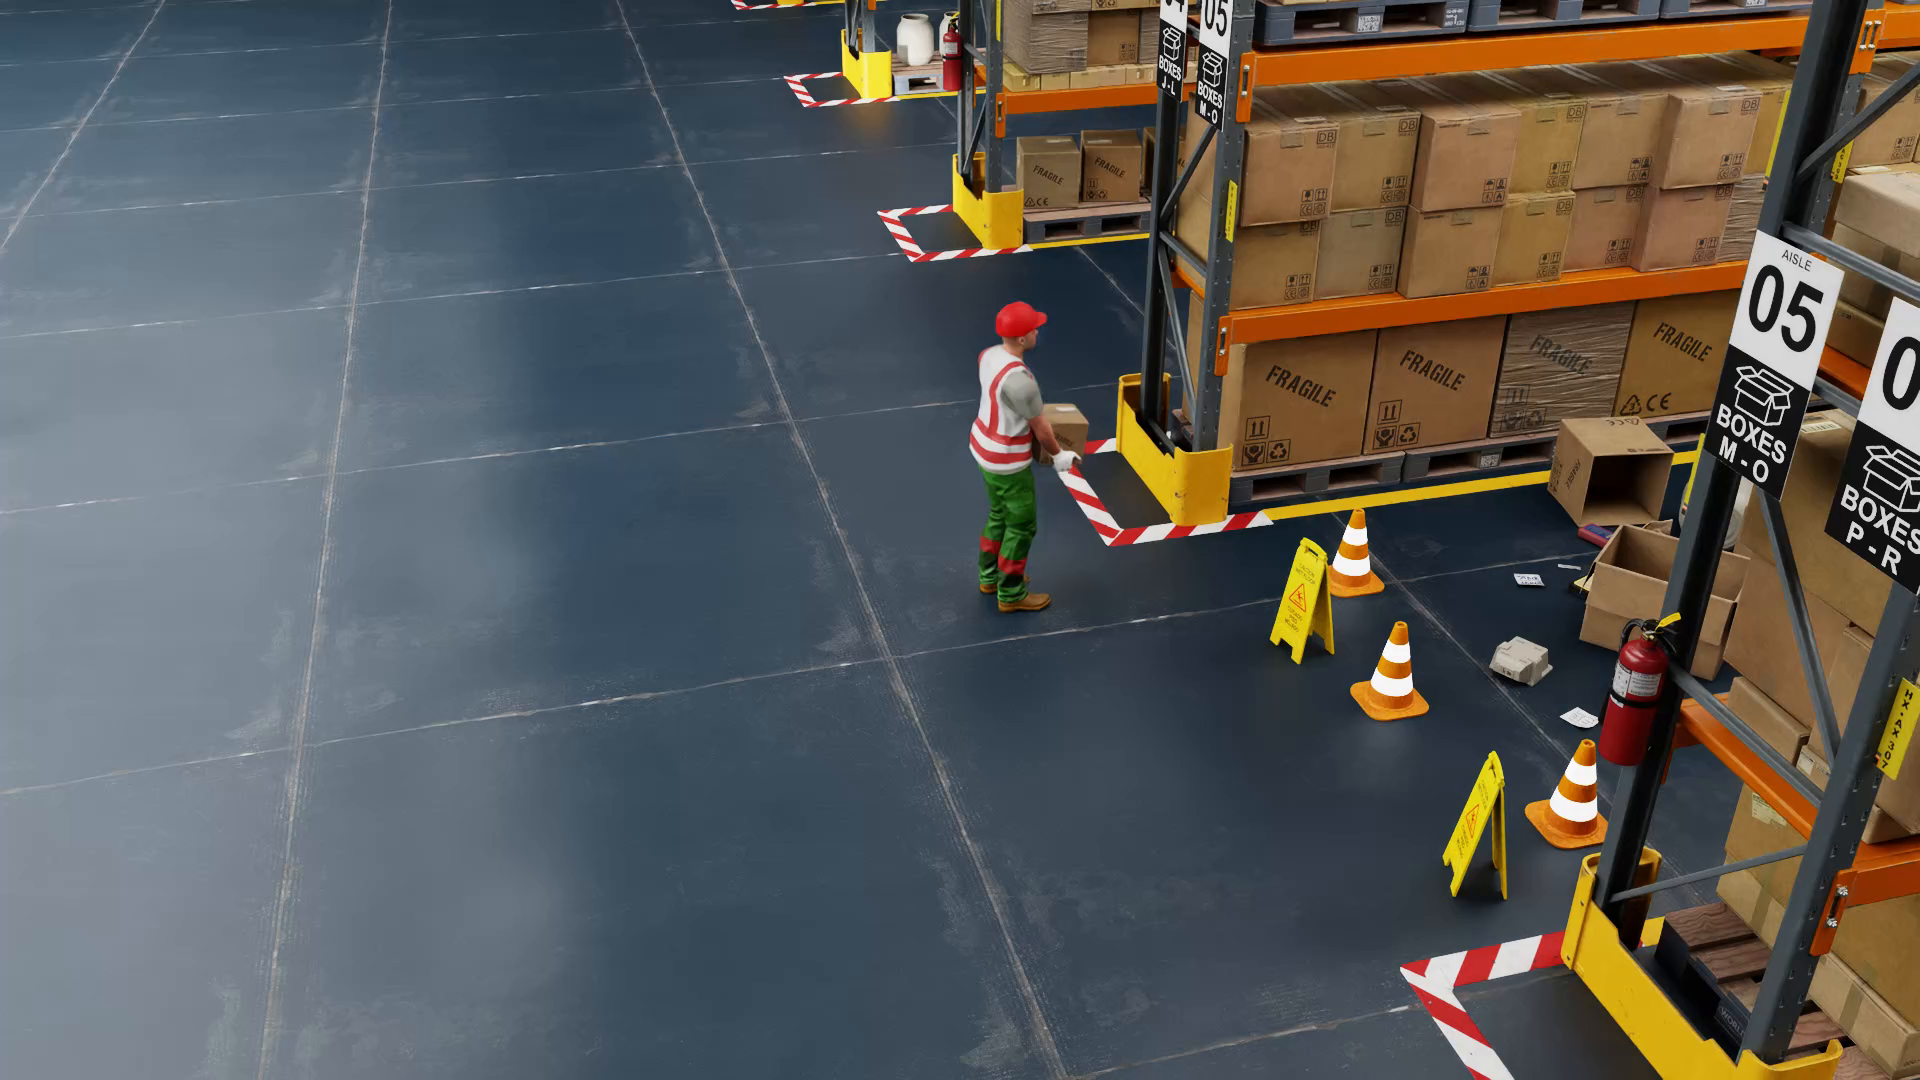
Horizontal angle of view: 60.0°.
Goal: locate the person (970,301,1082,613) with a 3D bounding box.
[{"bbox_3d":[0.341,-0.458,9.017,0.564,1.781,0.495,-8,31,-14],"label":"person"}]
